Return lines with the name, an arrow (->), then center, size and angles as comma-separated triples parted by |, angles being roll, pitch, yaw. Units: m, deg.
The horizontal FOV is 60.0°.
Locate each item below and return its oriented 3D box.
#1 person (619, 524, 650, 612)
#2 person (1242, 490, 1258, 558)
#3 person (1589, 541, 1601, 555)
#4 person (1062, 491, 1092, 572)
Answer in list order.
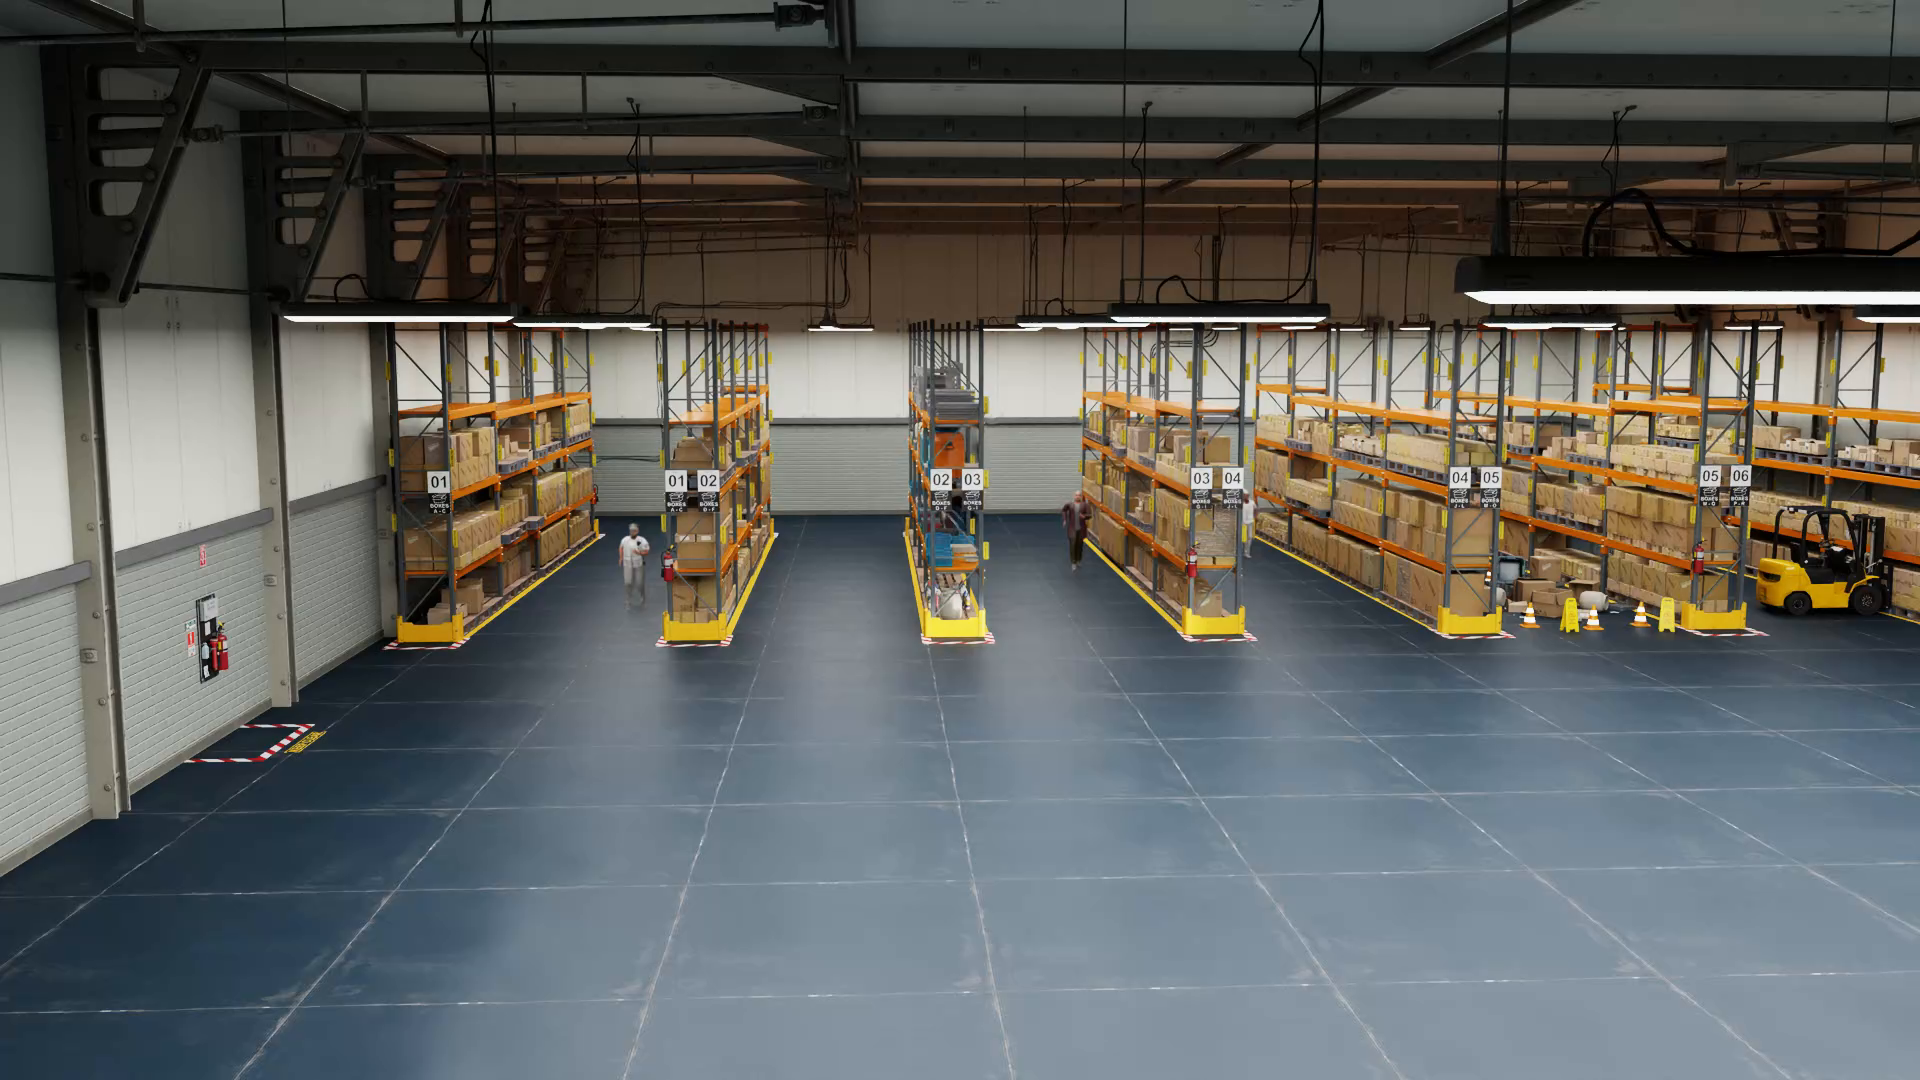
person -> -6.792, 0.544, 34.682 | 0.657, 1.795, 0.956 | 0, 7, -3
person -> 7.396, -0.436, 43.028 | 0.712, 1.745, 0.847 | -1, 7, -5
person -> 15.816, -0.132, 41.154 | 0.539, 1.596, 0.932 | 0, 7, 0
person -> 2.723, -0.232, 38.617 | 0.684, 1.829, 0.876 | 0, 7, -1
